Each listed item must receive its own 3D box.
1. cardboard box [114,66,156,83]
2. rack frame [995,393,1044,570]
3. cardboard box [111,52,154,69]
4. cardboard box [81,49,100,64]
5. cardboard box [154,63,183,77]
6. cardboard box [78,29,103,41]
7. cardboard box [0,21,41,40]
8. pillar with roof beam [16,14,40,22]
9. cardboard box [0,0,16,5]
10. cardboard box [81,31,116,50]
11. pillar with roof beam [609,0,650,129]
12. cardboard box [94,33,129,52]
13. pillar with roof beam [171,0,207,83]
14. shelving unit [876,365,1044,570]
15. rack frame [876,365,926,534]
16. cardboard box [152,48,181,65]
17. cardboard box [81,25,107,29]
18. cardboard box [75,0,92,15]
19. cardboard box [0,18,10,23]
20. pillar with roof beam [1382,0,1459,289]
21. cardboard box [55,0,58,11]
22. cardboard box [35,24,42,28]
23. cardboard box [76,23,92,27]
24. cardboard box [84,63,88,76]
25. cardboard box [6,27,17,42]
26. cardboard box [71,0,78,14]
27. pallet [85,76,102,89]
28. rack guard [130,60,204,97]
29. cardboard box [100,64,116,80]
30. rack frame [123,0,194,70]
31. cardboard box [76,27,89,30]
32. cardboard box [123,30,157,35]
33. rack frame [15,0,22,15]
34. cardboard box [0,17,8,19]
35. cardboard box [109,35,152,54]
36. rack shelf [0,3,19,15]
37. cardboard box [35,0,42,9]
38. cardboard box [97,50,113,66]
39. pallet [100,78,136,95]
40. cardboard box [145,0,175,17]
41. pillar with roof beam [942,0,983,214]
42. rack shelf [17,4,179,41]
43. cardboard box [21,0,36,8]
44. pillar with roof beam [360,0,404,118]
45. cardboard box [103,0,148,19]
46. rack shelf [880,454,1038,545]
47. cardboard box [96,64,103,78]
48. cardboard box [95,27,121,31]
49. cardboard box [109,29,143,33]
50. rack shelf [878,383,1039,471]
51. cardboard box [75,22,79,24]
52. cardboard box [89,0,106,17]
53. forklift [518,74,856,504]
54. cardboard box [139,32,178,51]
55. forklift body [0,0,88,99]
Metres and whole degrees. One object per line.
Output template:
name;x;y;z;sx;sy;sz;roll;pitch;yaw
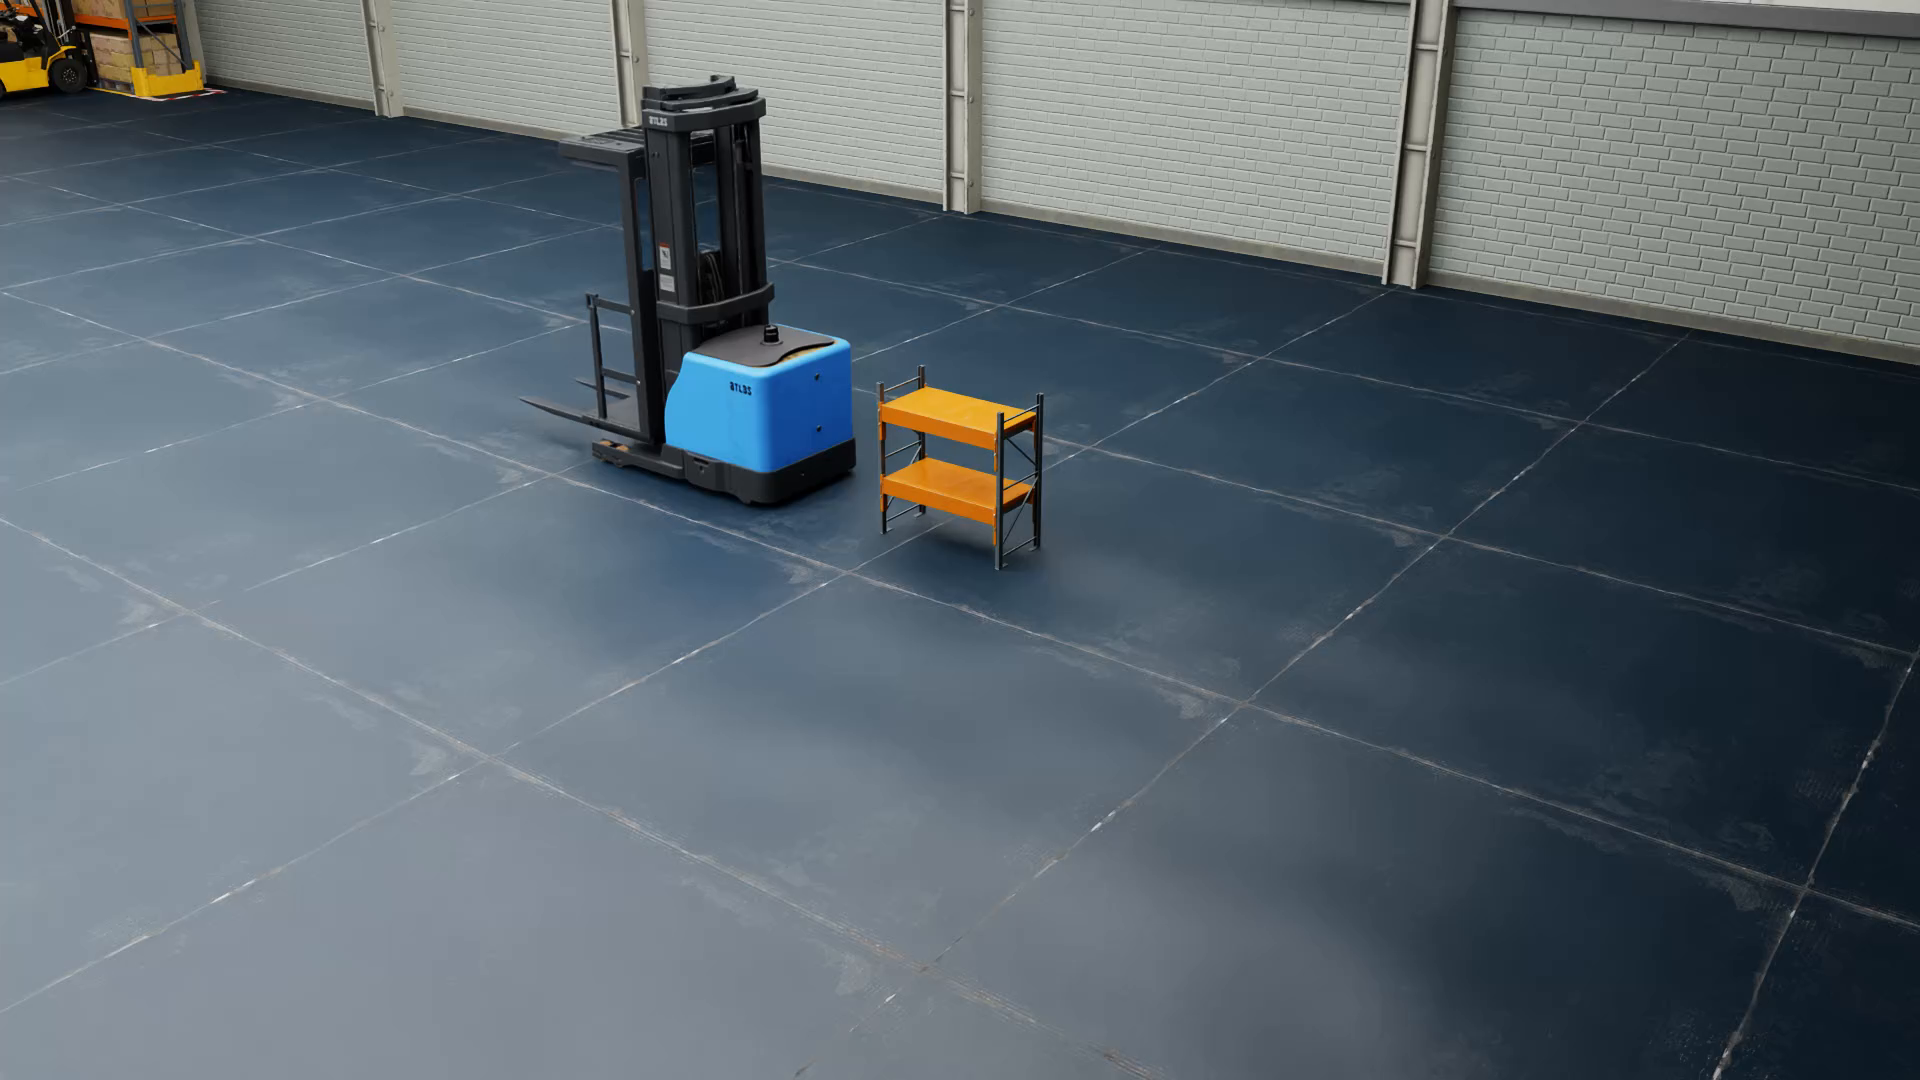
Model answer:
cardboard box;-14.923;-8.451;30.099;0.500;0.250;0.500;17;29;34
rack frame;0.401;-0.393;11.248;0.032;1.125;0.500;17;29;33
cardboard box;-14.935;-8.685;30.010;0.500;0.250;0.500;16;29;33
cardboard box;-15.755;-8.928;30.561;0.500;0.250;0.500;16;28;32
cardboard box;-14.634;-8.621;30.486;0.500;0.250;0.500;17;29;34
cardboard box;-16.136;-9.273;30.725;0.500;0.250;0.500;16;28;32
cardboard box;-18.599;-9.891;32.902;0.625;0.625;0.875;16;29;33
pillar with roof beam;-21.757;-12.772;29.576;0.400;9.000;9.100;17;29;33
cardboard box;-18.119;-10.441;31.914;0.500;0.250;0.500;18;29;34
cardboard box;-15.735;-9.148;30.441;0.500;0.250;0.500;17;29;34
pillar with roof beam;-7.354;-8.419;19.697;0.400;9.000;9.100;17;29;33
cardboard box;-15.325;-9.029;30.172;0.500;0.250;0.500;17;29;34
pillar with roof beam;-16.956;-11.321;26.283;0.400;9.000;9.100;17;29;33
shelving unit;-0.005;-0.516;11.527;1.048;1.125;0.538;17;29;33
rack frame;-0.412;-0.639;11.806;0.032;1.125;0.500;17;29;33
cardboard box;-14.609;-8.849;30.382;0.500;0.250;0.500;17;29;34
cardboard box;-16.238;-9.563;31.384;0.500;0.250;0.500;17;29;34
cardboard box;-15.729;-9.838;30.233;0.500;0.500;0.500;16;29;32
cardboard box;-19.202;-10.072;33.313;0.625;0.625;0.875;15;28;31
pillar with roof beam;2.248;-5.517;13.111;0.400;9.000;9.100;17;29;33
cardboard box;-16.527;-10.084;30.793;0.500;0.500;0.500;16;29;33
cardboard box;-17.360;-9.646;31.571;0.500;0.250;0.500;16;29;33
cardboard box;-16.634;-9.690;31.671;0.500;0.250;0.500;16;29;33
cardboard box;-16.139;-8.816;30.929;0.500;0.250;0.500;18;29;35
cardboard box;-17.983;-9.701;32.471;0.625;0.625;0.875;18;30;36
cardboard box;-16.138;-9.956;30.501;0.500;0.500;0.500;17;29;34
pallet;-15.967;-8.696;31.224;1.213;0.211;1.003;17;29;33
rack guard;-14.339;-8.356;30.094;0.348;0.500;1.175;17;29;33
cardboard box;-15.315;-8.574;30.379;0.500;0.250;0.500;17;29;33
rack frame;-14.358;-9.505;29.603;0.127;3.000;1.000;17;29;33
cardboard box;-16.552;-9.402;31.019;0.500;0.250;0.500;18;29;35
cardboard box;-15.031;-9.194;30.545;0.500;0.250;0.500;17;29;33
rack frame;-17.559;-10.473;31.799;0.127;3.000;1.000;17;29;33
cardboard box;-19.741;-10.235;33.683;0.625;0.625;0.875;18;29;35
cardboard box;-14.913;-8.908;29.896;0.500;0.250;0.500;18;29;35
rack shelf;-19.159;-10.627;33.041;4.000;0.370;1.077;17;29;33
cardboard box;-16.933;-10.206;31.070;0.500;0.500;0.500;17;29;34
cardboard box;-15.330;-8.810;30.293;0.500;0.250;0.500;16;29;33
pallet;-14.995;-8.401;30.554;1.213;0.211;1.003;17;29;33
cardboard box;-14.588;-9.760;30.058;0.500;0.500;0.500;18;29;35
pillar with roof beam;-2.553;-6.968;16.404;0.400;9.000;9.100;17;29;33
rack shelf;-15.958;-9.660;30.846;4.000;0.370;1.077;17;29;33
cardboard box;-17.360;-10.327;31.344;0.500;0.500;0.500;16;28;32
pillar with roof beam;-12.155;-9.870;22.990;0.400;9.000;9.100;17;29;33
cardboard box;-14.909;-9.585;29.661;0.500;0.500;0.500;16;28;32
rack shelf;-0.005;-0.293;11.625;1.000;0.278;0.538;17;29;33
cardboard box;-15.710;-8.698;30.660;0.500;0.250;0.500;17;29;34
cardboard box;-15.830;-9.444;31.114;0.500;0.250;0.500;16;28;32
cardboard box;-15.425;-9.318;30.828;0.500;0.250;0.500;17;29;33
rack shelf;-0.005;-0.784;11.409;1.000;0.278;0.538;17;29;33
cardboard box;-17.049;-9.807;31.938;0.500;0.250;0.500;17;29;34
cardboard box;-15.319;-9.714;29.952;0.500;0.500;0.500;18;29;35
forklift;-2.287;-2.064;12.799;3.031;2.935;1.130;17;29;34
cardboard box;-14.629;-9.074;30.274;0.500;0.250;0.500;16;29;33
forklift body;-16.969;-8.987;29.479;1.214;2.155;2.313;17;29;33
